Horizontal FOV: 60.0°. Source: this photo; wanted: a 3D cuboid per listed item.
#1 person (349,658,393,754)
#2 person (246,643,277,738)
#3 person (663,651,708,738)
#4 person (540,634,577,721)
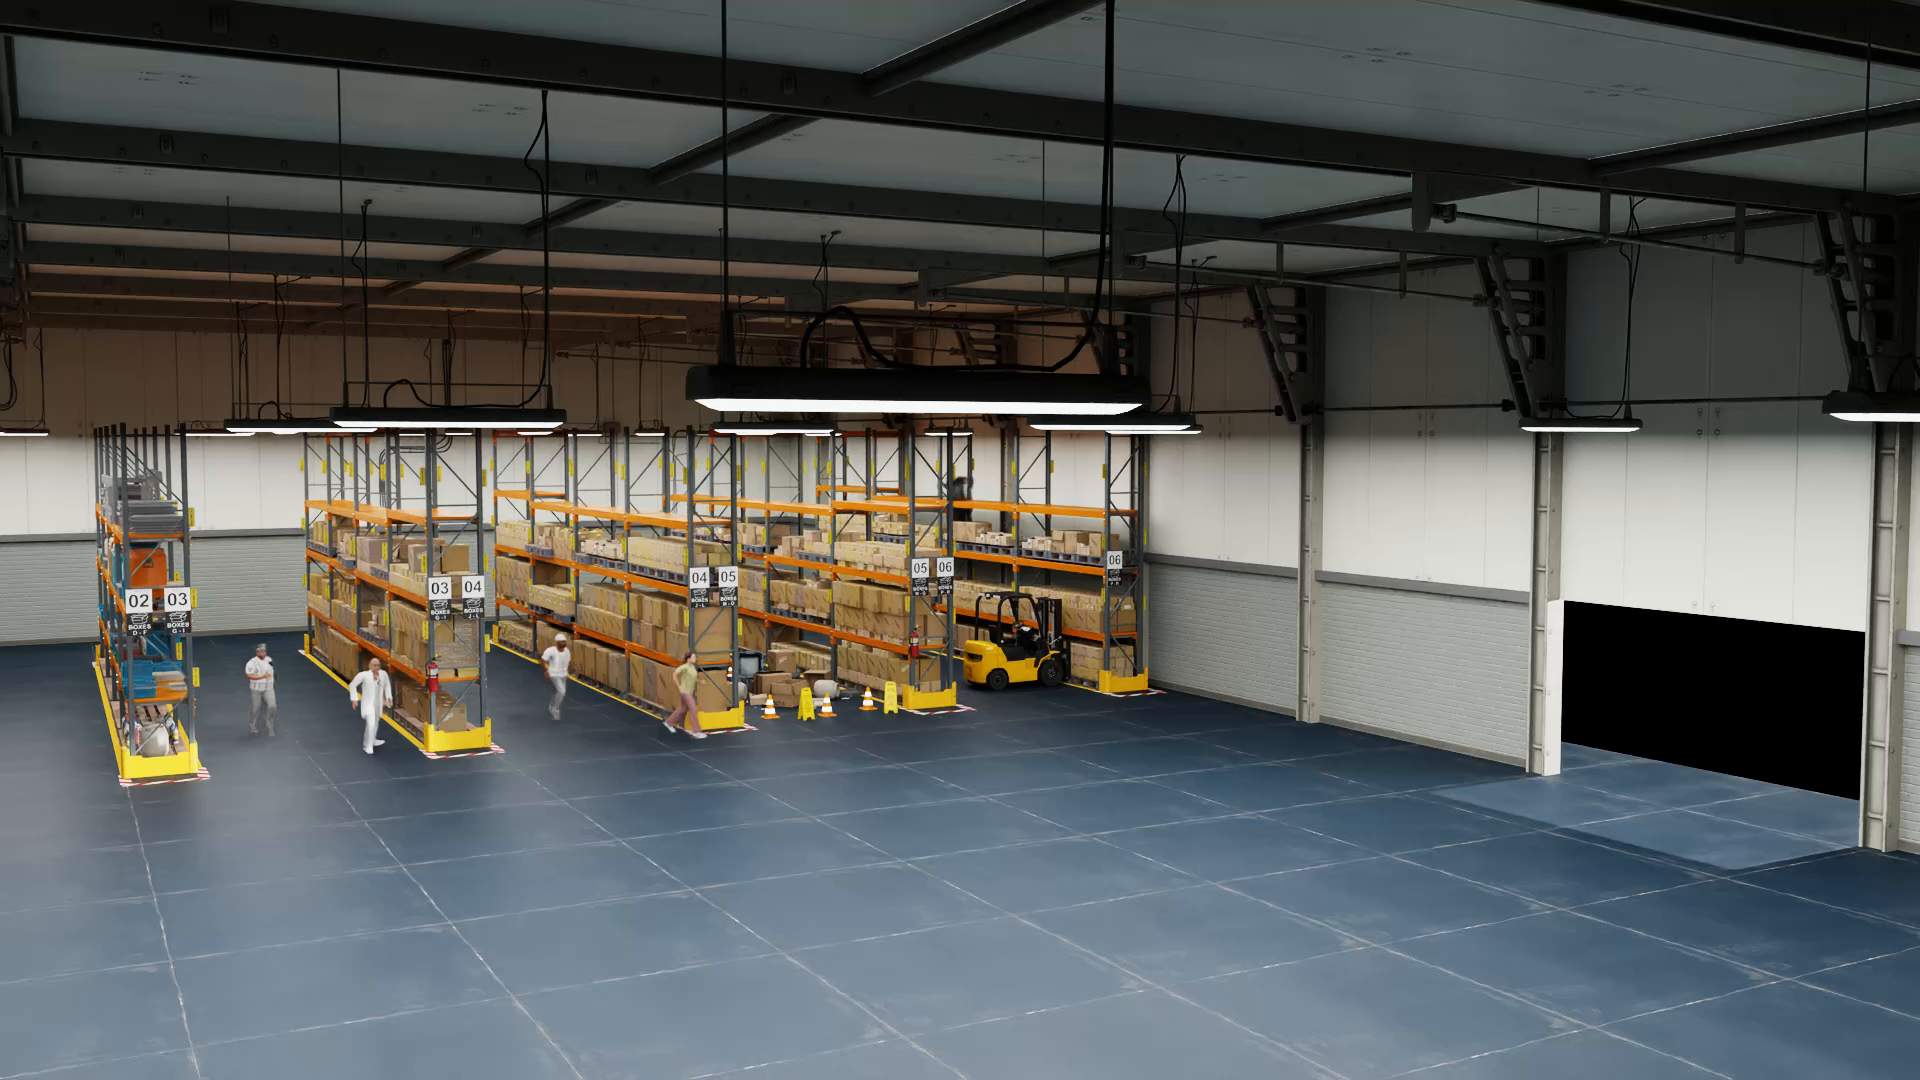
[{"bbox_3d":[-10.829,3.019,30.572,0.852,1.735,0.769,2,4,35],"label":"person"},{"bbox_3d":[-13.474,2.903,32.055,0.875,1.845,0.609,3,5,45],"label":"person"},{"bbox_3d":[-5.281,2.952,31.921,0.955,1.666,0.545,1,4,13],"label":"person"},{"bbox_3d":[-8.205,2.811,33.991,0.819,1.799,0.615,2,4,34],"label":"person"}]
